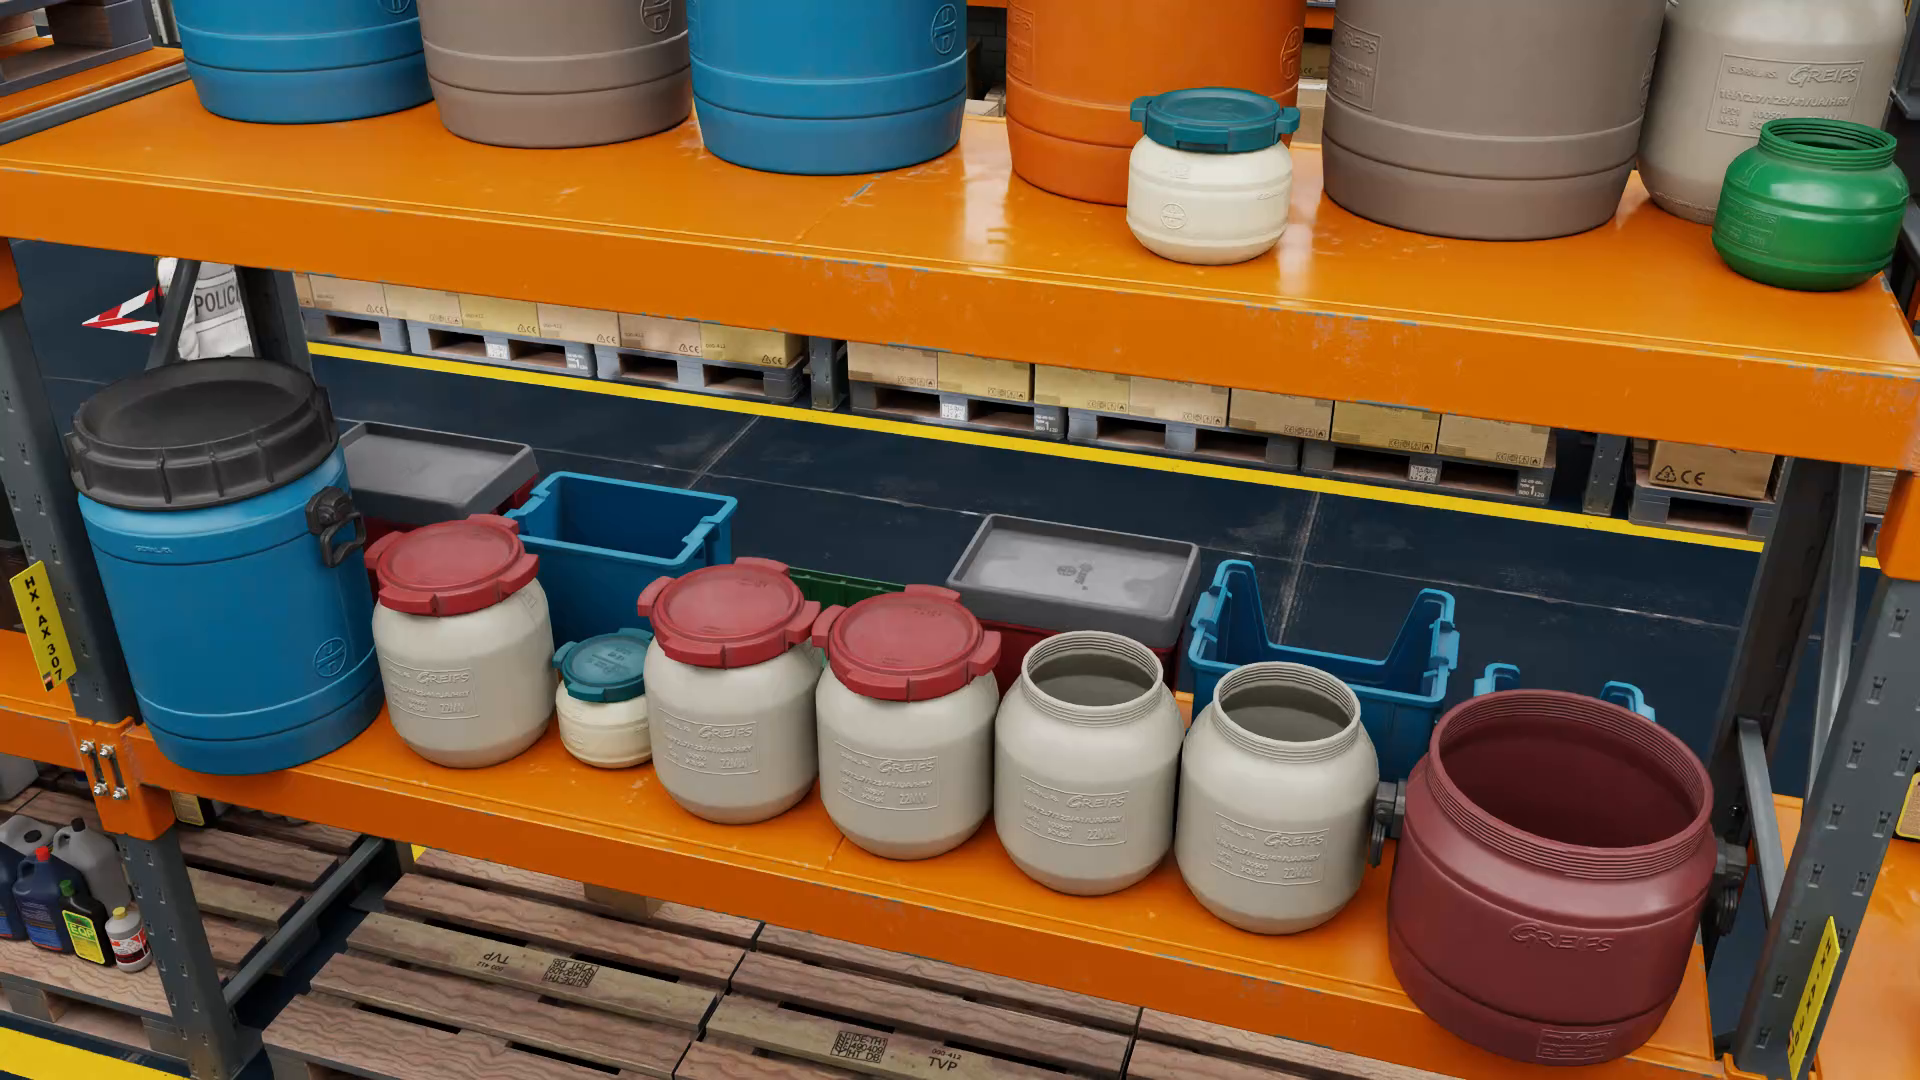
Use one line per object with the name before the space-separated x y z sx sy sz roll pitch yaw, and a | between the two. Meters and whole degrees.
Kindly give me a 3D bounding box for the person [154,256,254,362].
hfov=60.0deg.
person | -3.447 -0.881 7.653 0.822 1.686 0.483 21 36 33
